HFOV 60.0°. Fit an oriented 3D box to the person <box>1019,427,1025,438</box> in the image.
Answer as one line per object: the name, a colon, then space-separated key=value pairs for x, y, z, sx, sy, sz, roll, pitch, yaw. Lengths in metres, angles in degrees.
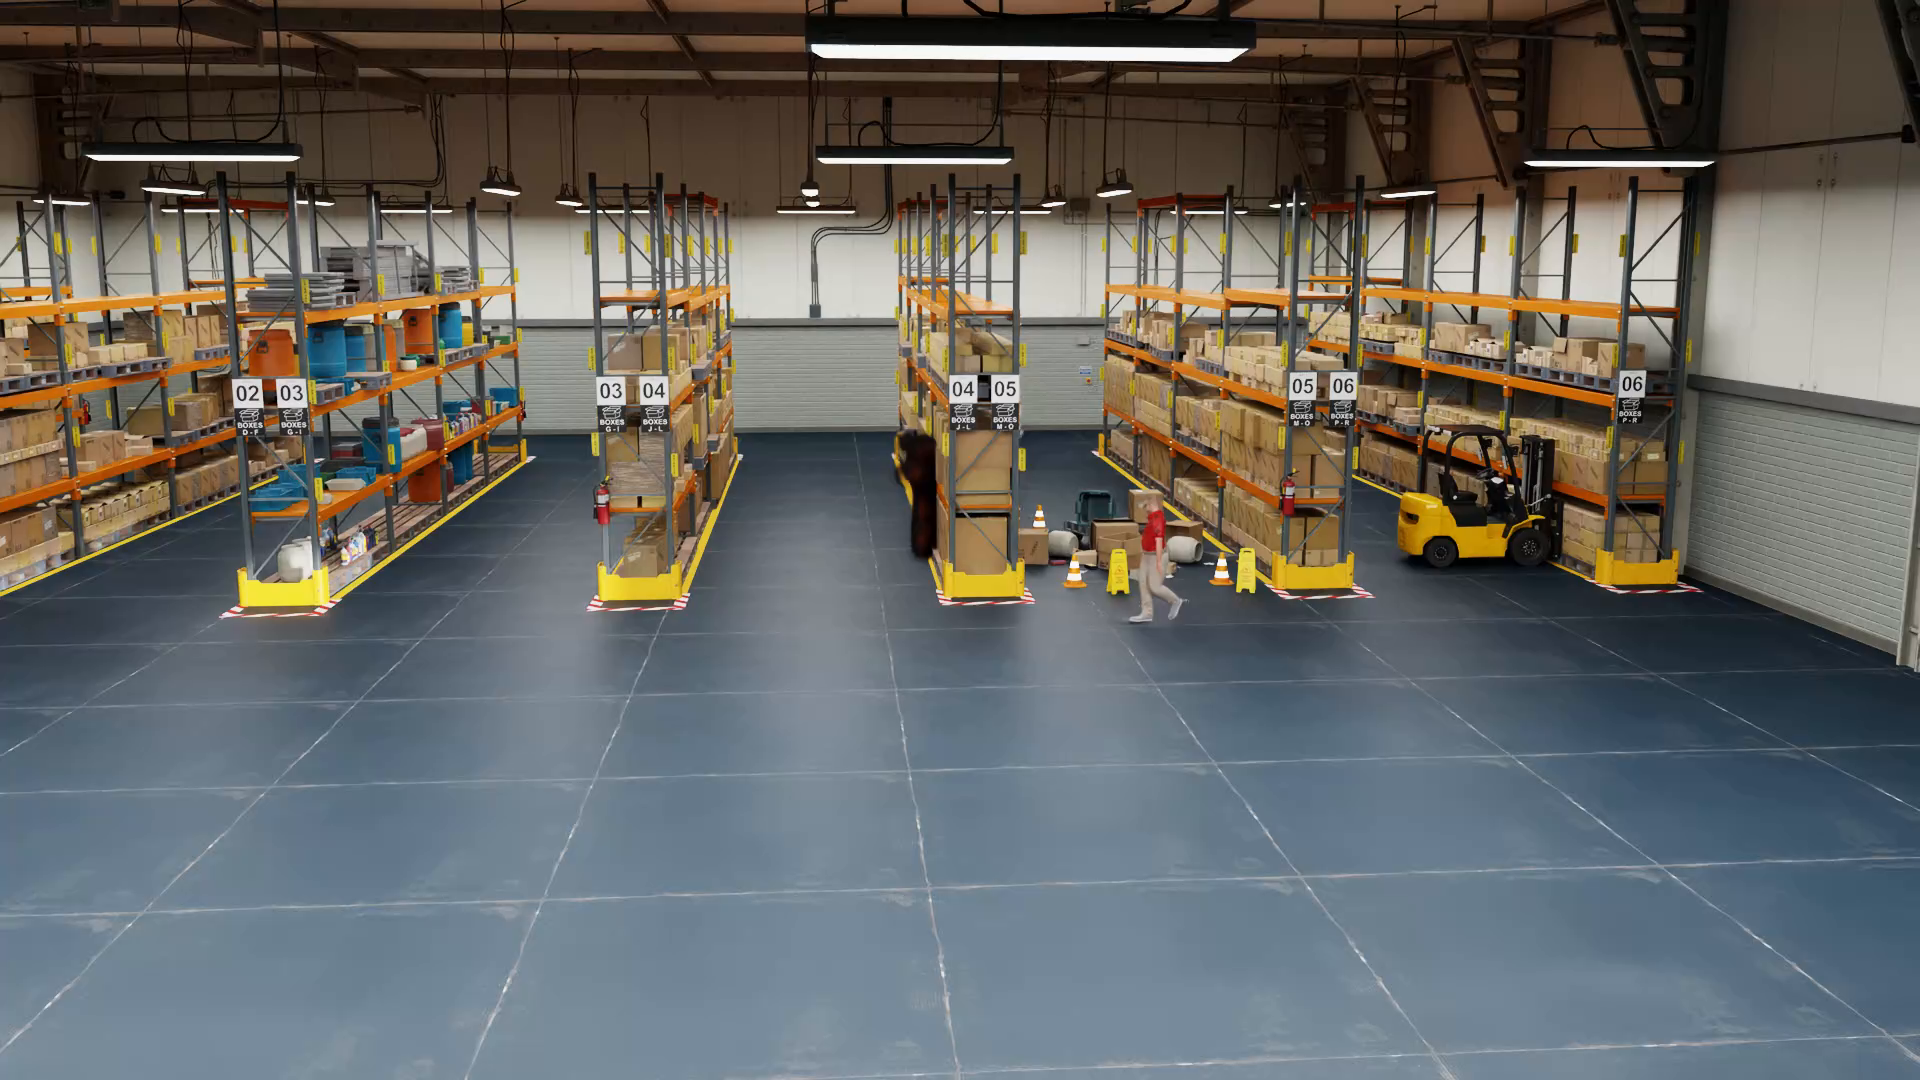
person: x=1.177 y=-3.412 z=42.992 sx=0.988 sy=1.743 sz=0.666 roll=-7 pitch=12 yaw=-35

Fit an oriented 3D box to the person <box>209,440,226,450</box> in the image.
person: x=-18.143 y=-2.950 z=40.608 sx=0.495 sy=1.700 sz=0.509 roll=1 pitch=10 yaw=6

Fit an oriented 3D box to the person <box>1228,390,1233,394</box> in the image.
person: x=6.933 y=-3.526 z=43.655 sx=1.097 sy=1.735 sz=0.638 roll=-4 pitch=11 yaw=-22

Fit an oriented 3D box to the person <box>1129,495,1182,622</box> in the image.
person: x=2.639 y=0.260 z=22.217 sx=0.622 sy=1.715 sz=0.519 roll=-6 pitch=11 yaw=-29
